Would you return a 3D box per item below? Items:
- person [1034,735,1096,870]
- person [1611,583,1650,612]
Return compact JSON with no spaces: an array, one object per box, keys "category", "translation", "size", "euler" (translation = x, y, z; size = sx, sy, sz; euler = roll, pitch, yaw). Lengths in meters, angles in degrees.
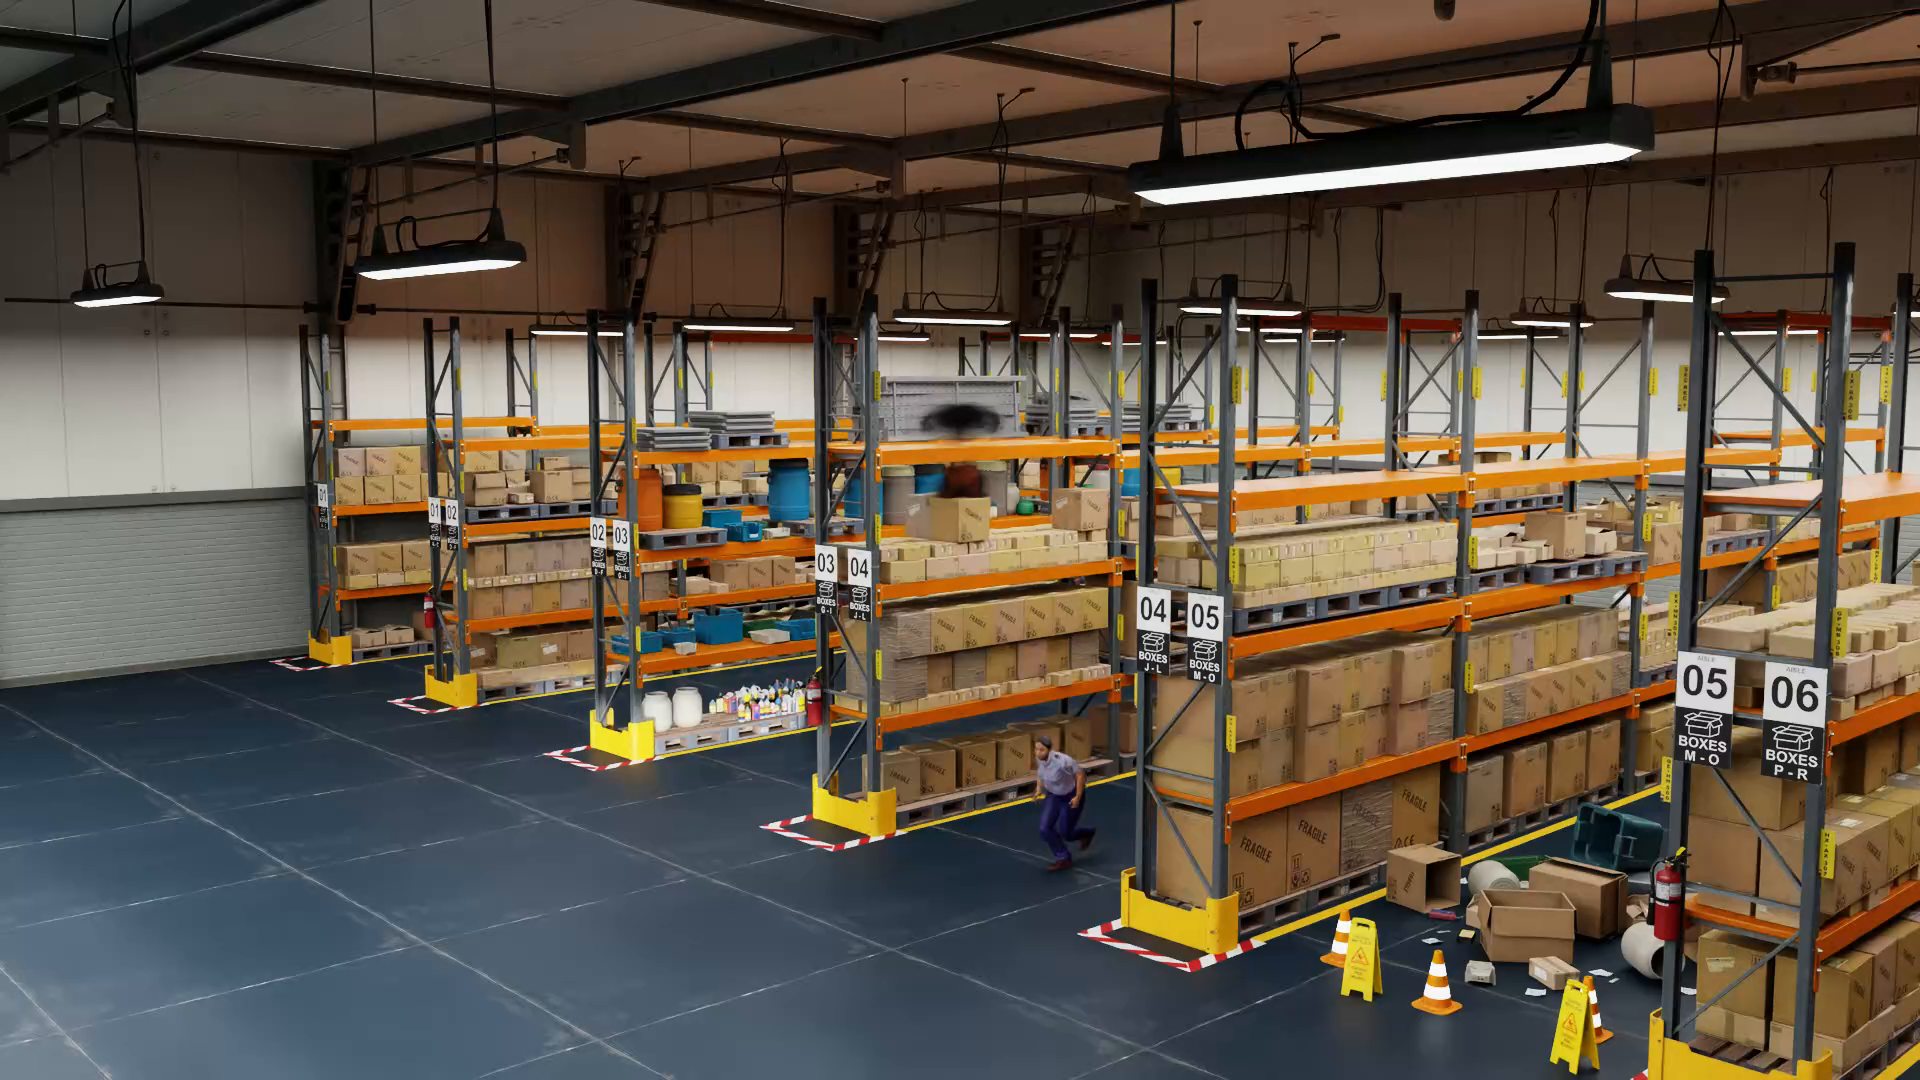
[{"category":"person","translation":[1.103,2.703,17.309],"size":[0.611,1.472,0.898],"euler":[6,8,44]},{"category":"person","translation":[11.466,1.471,28.494],"size":[0.575,1.714,0.793],"euler":[4,7,34]}]
